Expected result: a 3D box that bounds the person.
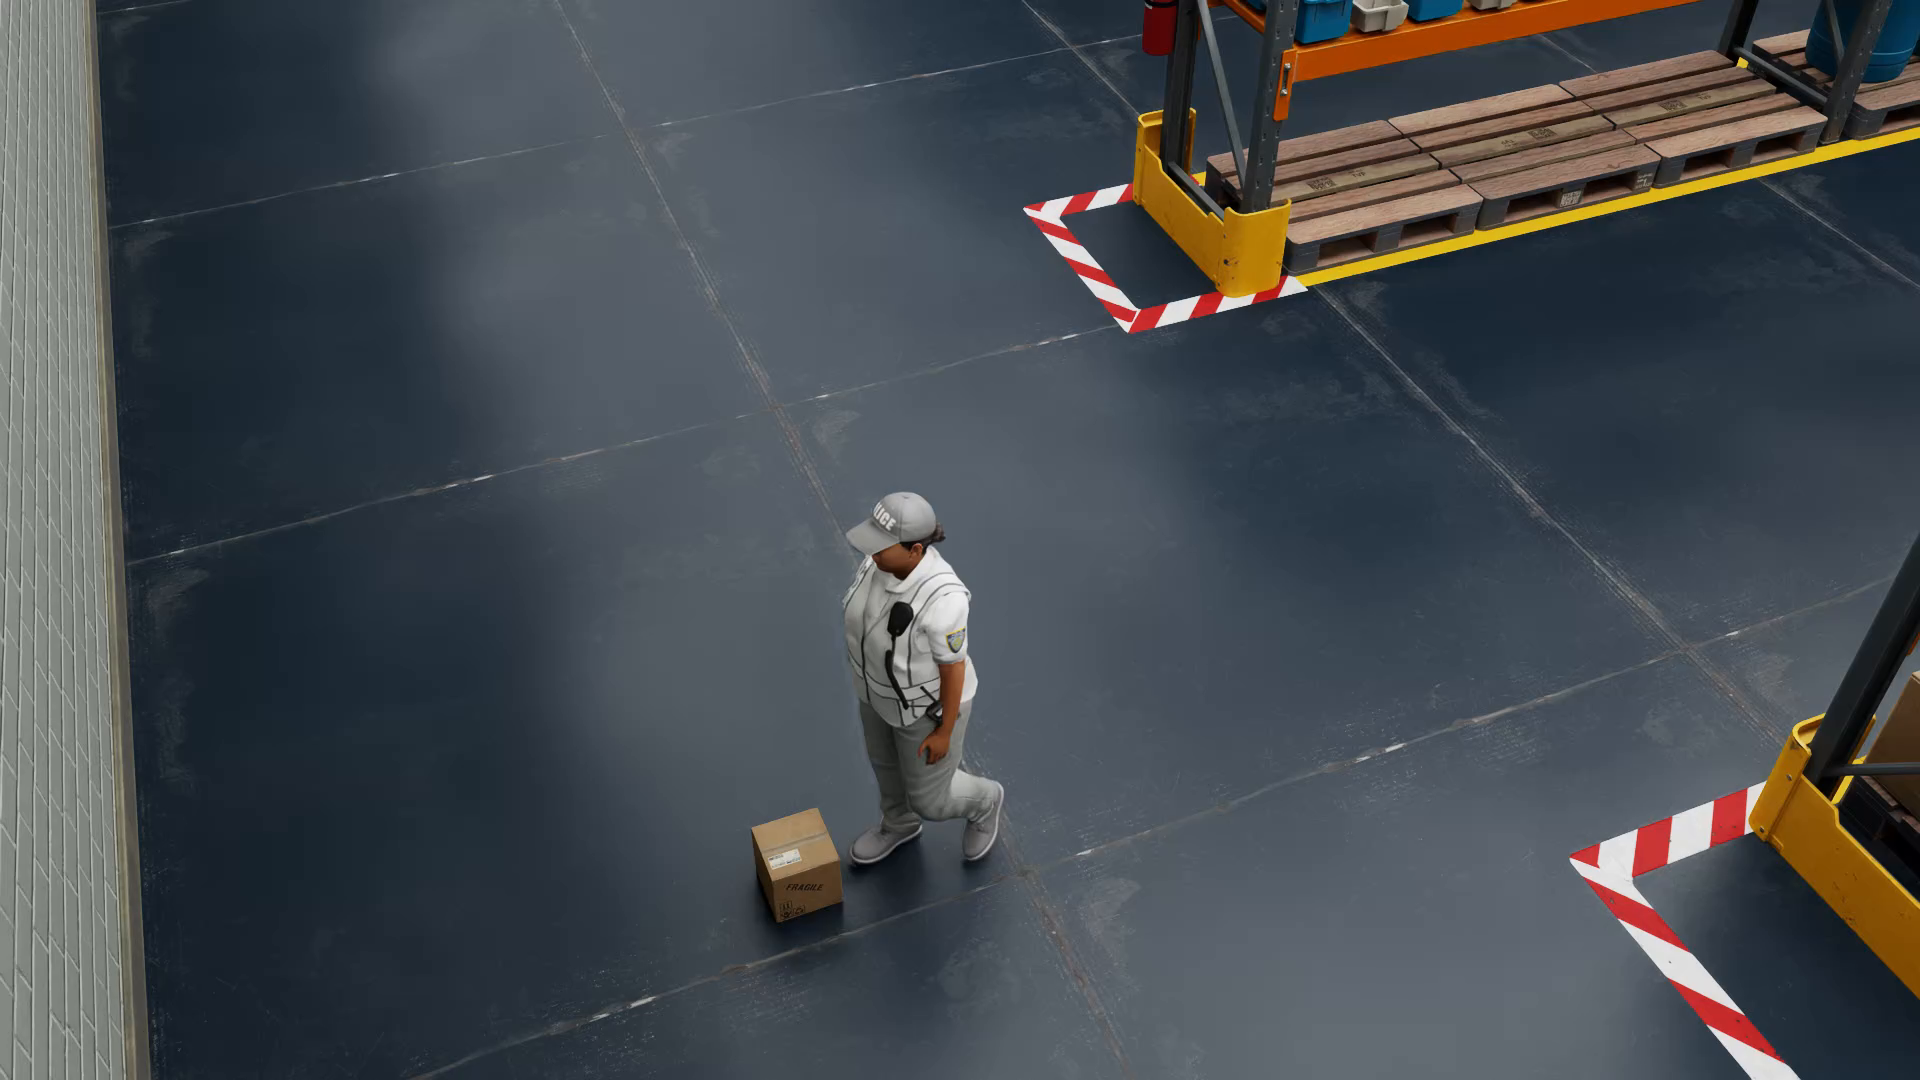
[{"bbox_3d":[-0.125,0.485,5.601,0.559,1.662,0.492,-28,49,-28],"label":"person"}]
